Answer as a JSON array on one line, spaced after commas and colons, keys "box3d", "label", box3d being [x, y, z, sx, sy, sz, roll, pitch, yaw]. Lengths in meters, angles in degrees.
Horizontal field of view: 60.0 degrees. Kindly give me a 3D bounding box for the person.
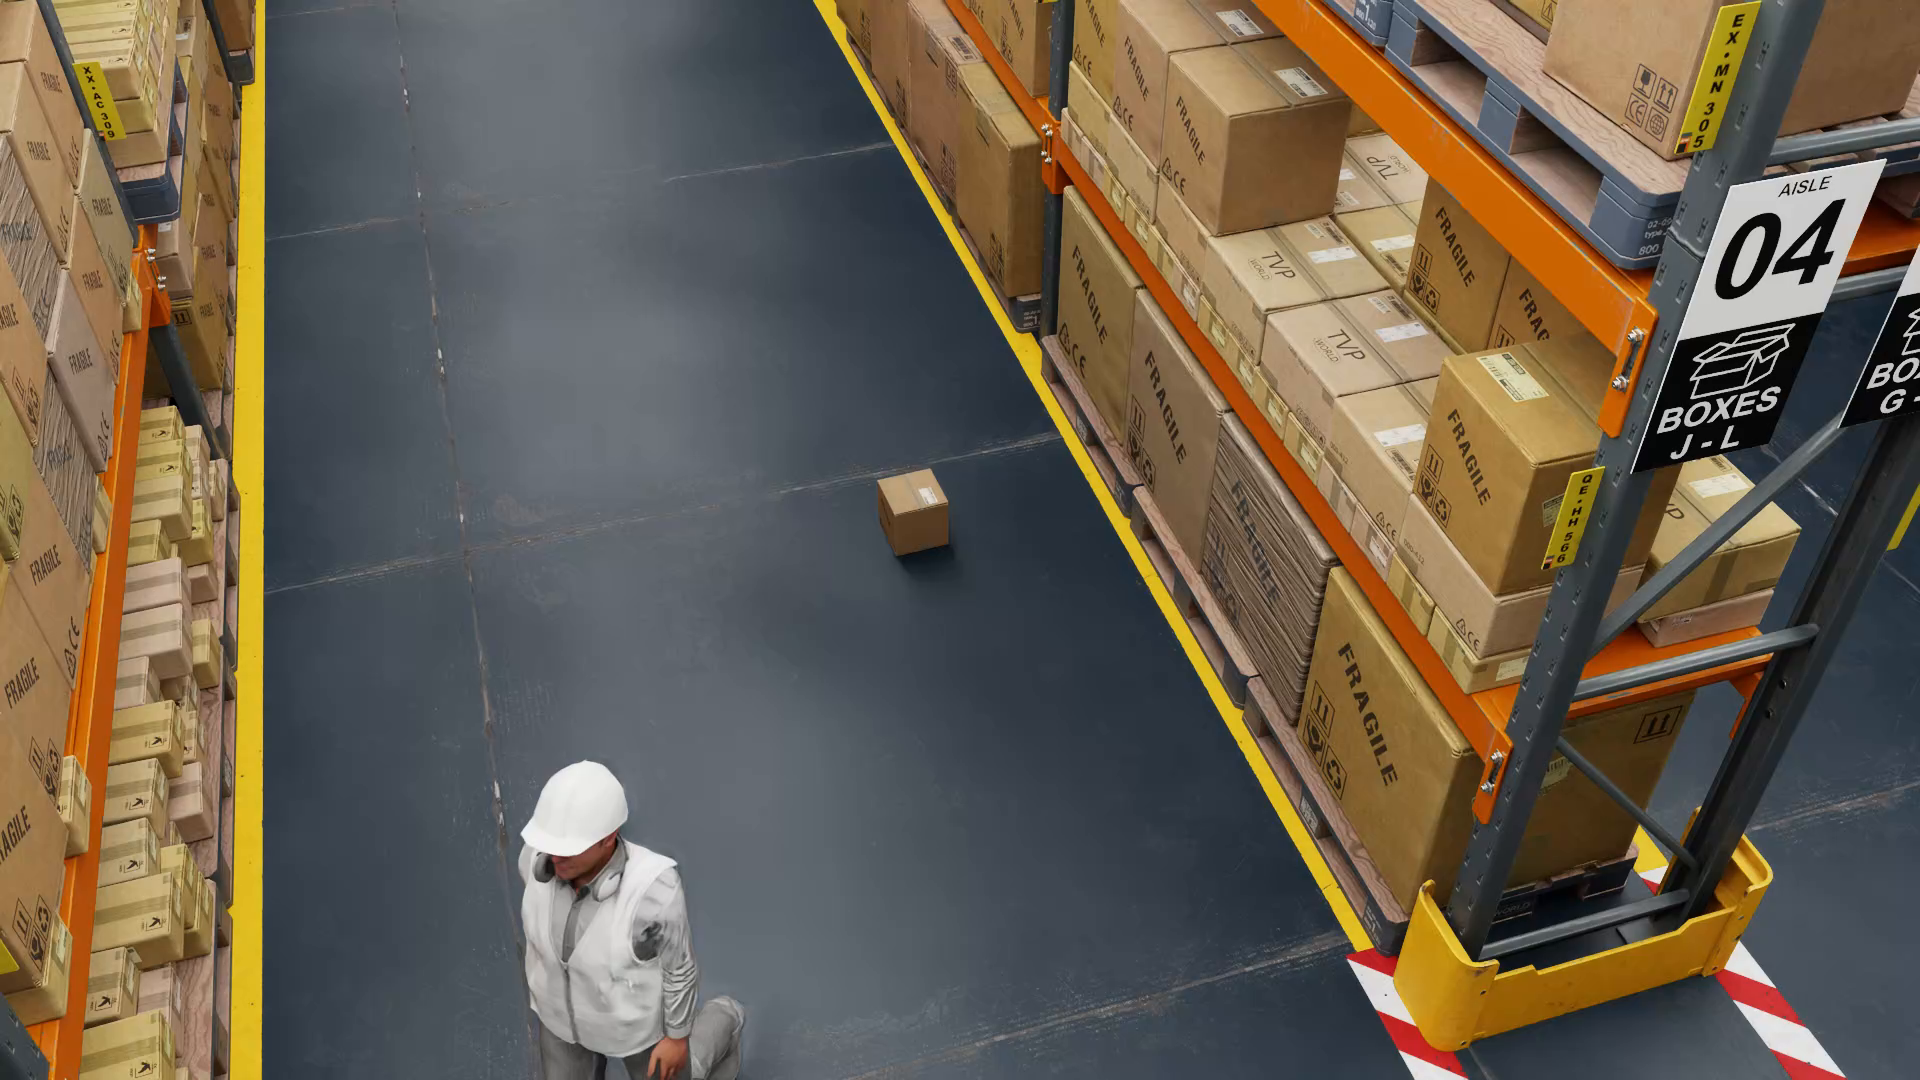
[{"box3d": [-0.958, 1.273, 4.716, 0.534, 1.746, 0.830, 13, 44, 14], "label": "person"}]
